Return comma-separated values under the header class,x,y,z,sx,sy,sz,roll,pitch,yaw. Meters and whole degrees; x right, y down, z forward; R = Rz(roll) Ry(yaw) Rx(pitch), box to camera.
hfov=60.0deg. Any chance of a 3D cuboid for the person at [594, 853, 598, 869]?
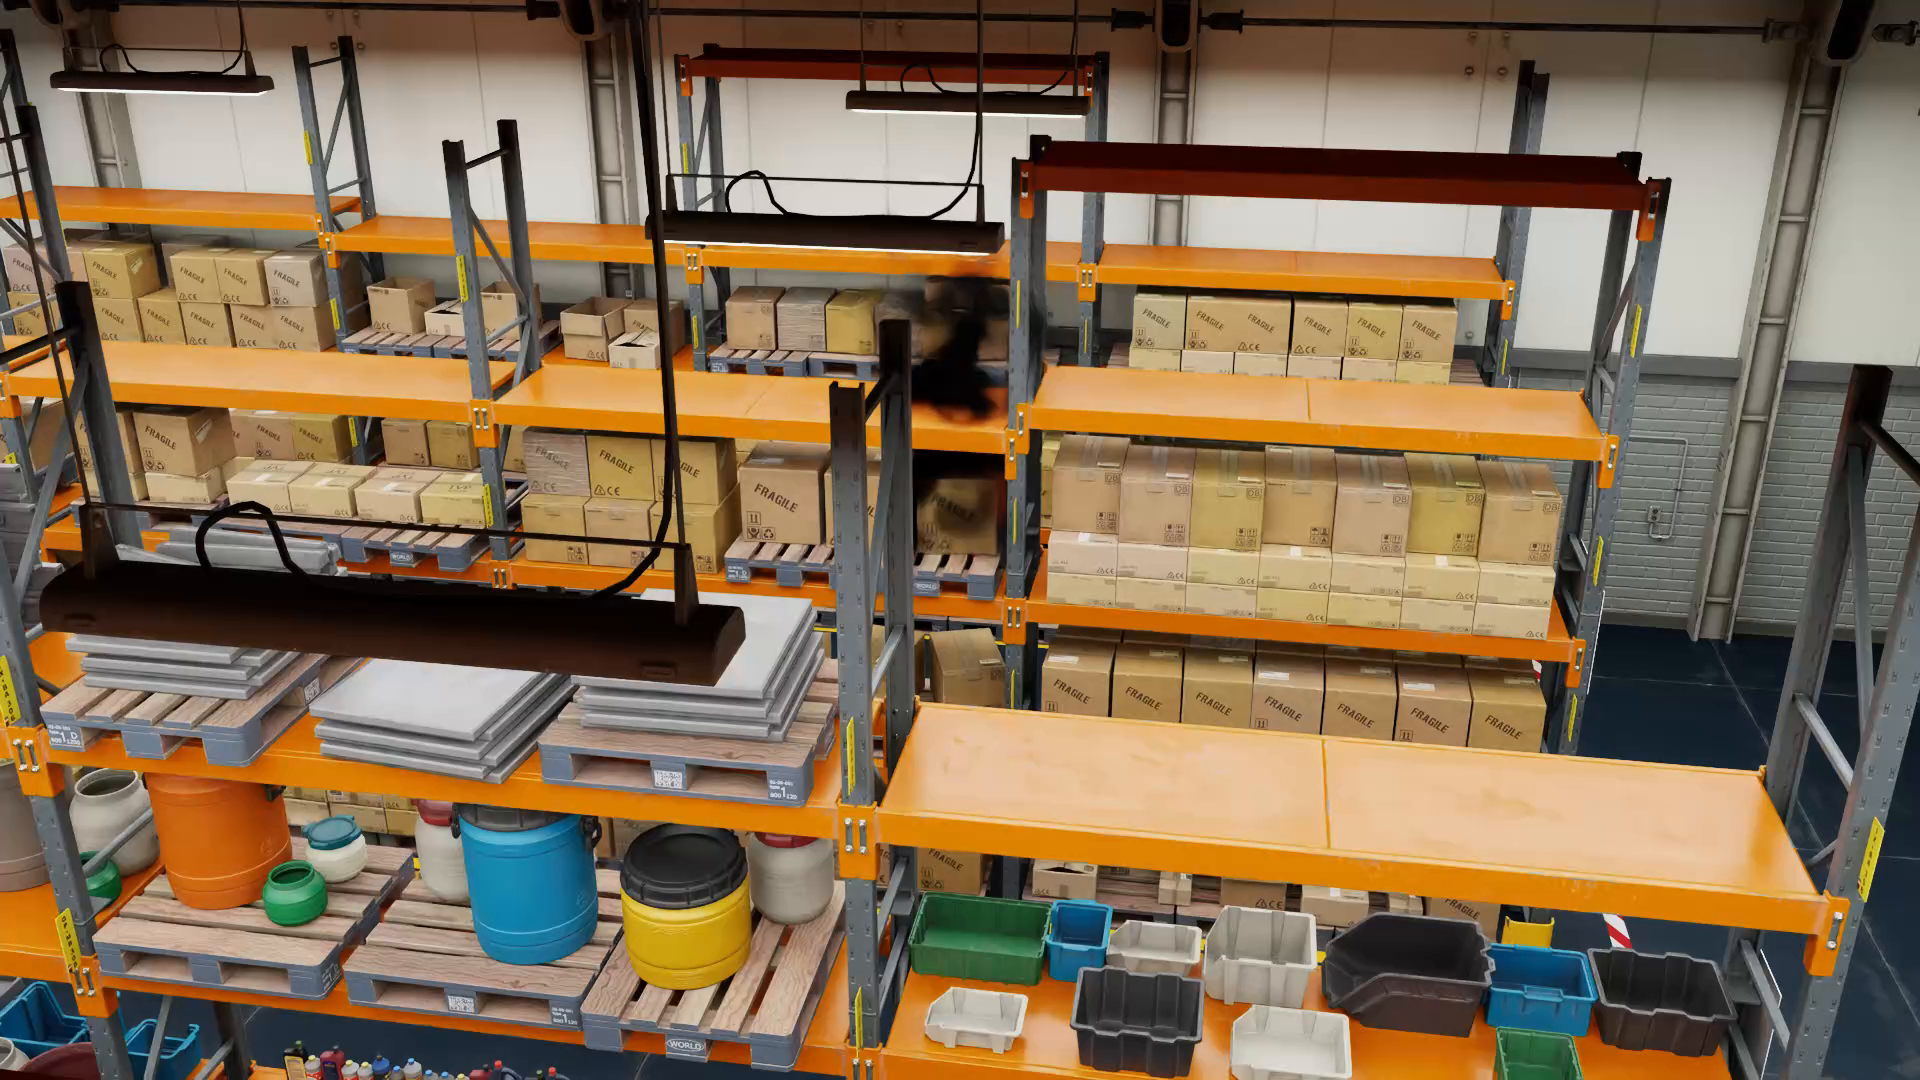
class,x,y,z,sx,sy,sz,roll,pitch,yaw
person,-2.644,2.594,11.392,0.515,1.658,0.591,-3,23,-6
